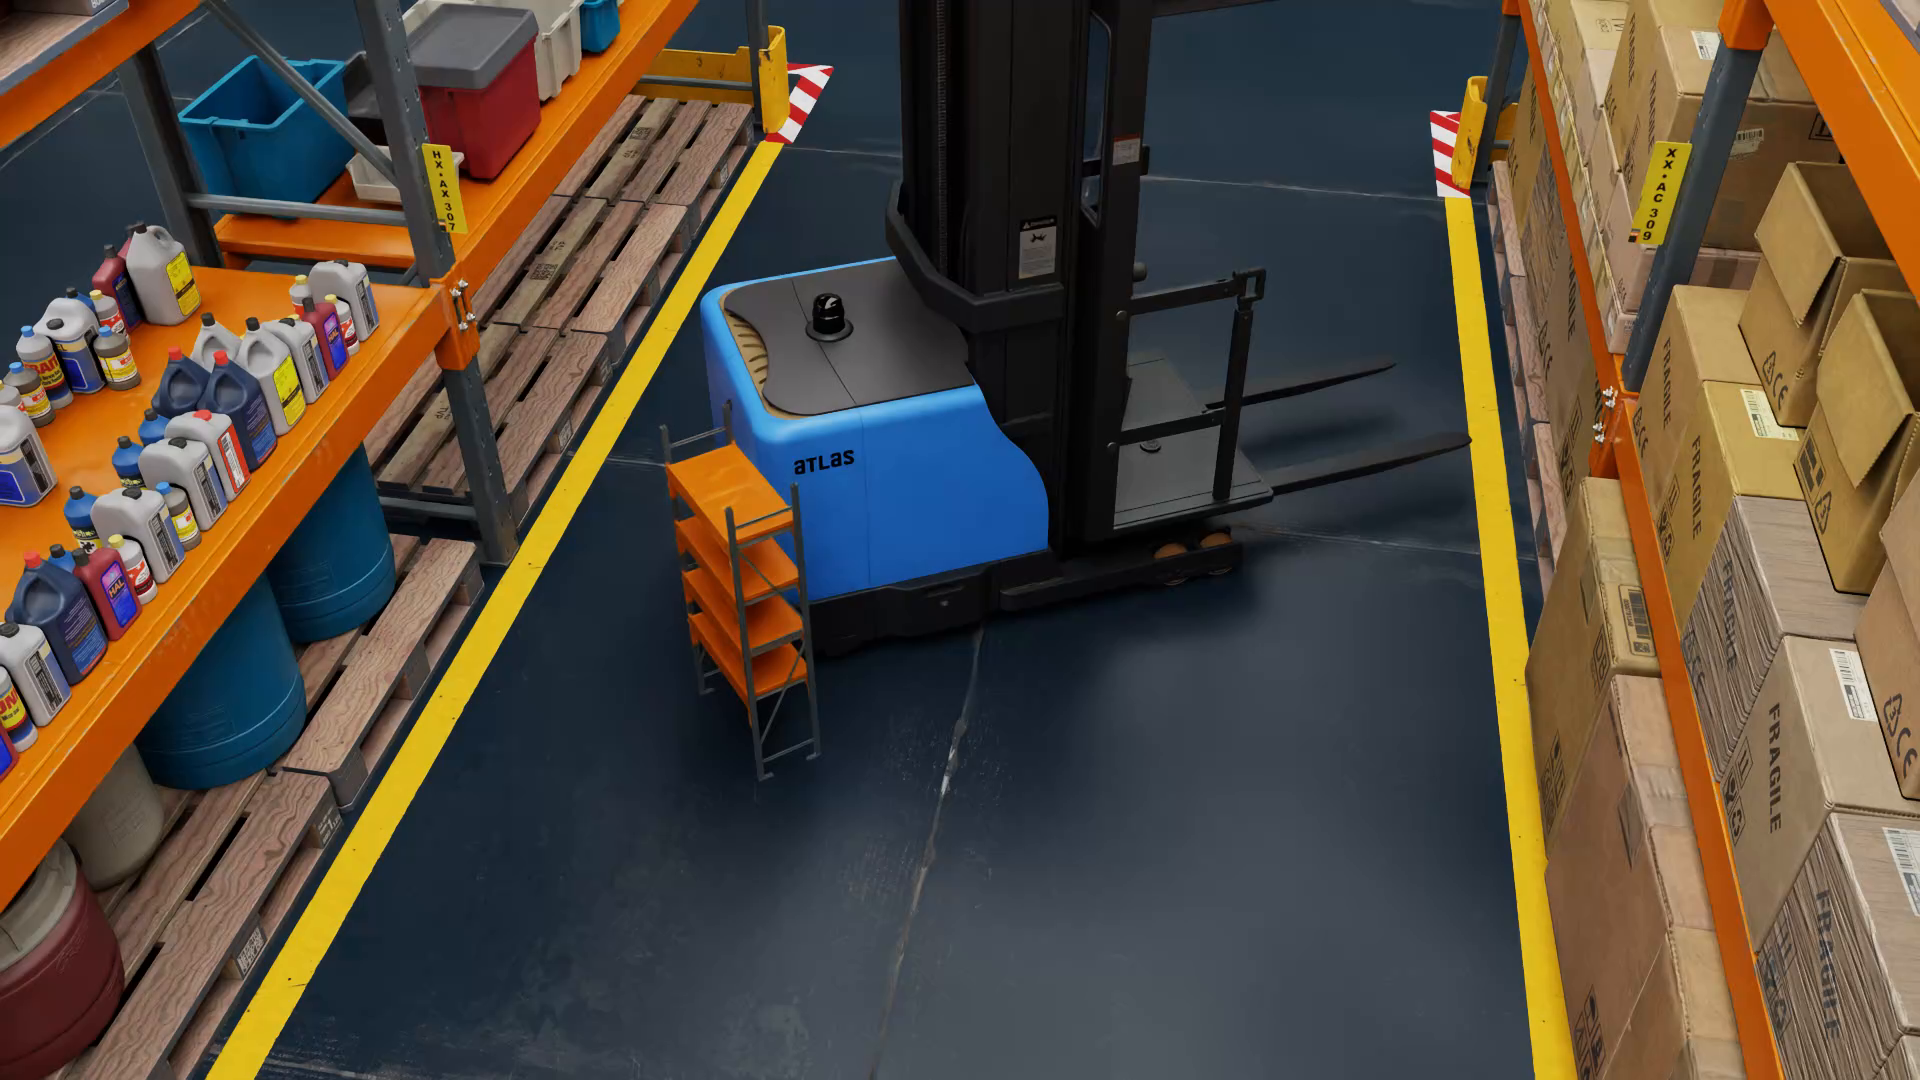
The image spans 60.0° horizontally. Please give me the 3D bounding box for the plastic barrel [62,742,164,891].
[{"bbox_3d":[-2.697,0.788,5.066,0.421,0.512,0.421,0,40,0],"label":"plastic barrel"}]

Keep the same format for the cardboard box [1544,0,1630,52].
[{"bbox_3d":[2.770,-2.245,6.996,0.500,0.250,0.500,5,40,6],"label":"cardboard box"}]

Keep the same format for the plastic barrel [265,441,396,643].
[{"bbox_3d":[-2.389,-0.151,5.896,0.600,0.901,0.708,6,40,8],"label":"plastic barrel"}]

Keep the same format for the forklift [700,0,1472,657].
[{"bbox_3d":[0.590,-1.259,5.972,3.031,2.935,1.130,-12,41,-15],"label":"forklift"}]

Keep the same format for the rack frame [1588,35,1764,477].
[{"bbox_3d":[2.601,-0.591,5.111,1.000,3.000,0.127,6,40,8],"label":"rack frame"}]

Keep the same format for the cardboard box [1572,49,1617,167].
[{"bbox_3d":[2.594,-1.600,6.215,0.500,0.250,0.500,7,40,9],"label":"cardboard box"}]

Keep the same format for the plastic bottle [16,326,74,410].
[{"bbox_3d":[-2.843,-0.540,5.150,0.097,0.271,0.097,0,40,0],"label":"plastic bottle"}]

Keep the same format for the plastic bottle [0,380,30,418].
[{"bbox_3d":[-2.877,-0.391,5.025,0.097,0.201,0.097,0,40,0],"label":"plastic bottle"}]

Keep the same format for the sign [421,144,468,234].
[{"bbox_3d":[-1.736,-1.182,5.609,0.100,0.325,0.005,6,40,8],"label":"sign"}]

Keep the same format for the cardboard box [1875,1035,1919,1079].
[{"bbox_3d":[1.842,1.231,2.828,0.500,0.500,0.500,6,40,7],"label":"cardboard box"}]

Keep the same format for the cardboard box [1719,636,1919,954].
[{"bbox_3d":[2.017,0.586,3.609,0.500,0.500,0.500,7,40,9],"label":"cardboard box"}]

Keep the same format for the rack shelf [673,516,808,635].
[{"bbox_3d":[-0.724,0.076,5.469,0.258,0.148,0.480,-21,44,-23],"label":"rack shelf"}]

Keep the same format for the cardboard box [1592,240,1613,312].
[{"bbox_3d":[2.375,-0.884,5.662,0.380,0.149,0.250,7,40,9],"label":"cardboard box"}]

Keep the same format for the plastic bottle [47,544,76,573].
[{"bbox_3d":[-2.318,0.124,4.347,0.097,0.271,0.097,0,40,0],"label":"plastic bottle"}]

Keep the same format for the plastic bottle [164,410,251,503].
[{"bbox_3d":[-2.178,-0.261,4.809,0.152,0.276,0.135,6,40,8],"label":"plastic bottle"}]

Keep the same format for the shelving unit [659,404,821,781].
[{"bbox_3d":[-0.723,0.196,5.569,0.258,1.200,0.503,-21,44,-23],"label":"shelving unit"}]

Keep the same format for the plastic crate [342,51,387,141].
[{"bbox_3d":[-2.349,-1.787,6.726,0.437,0.125,0.590,6,40,8],"label":"plastic crate"}]

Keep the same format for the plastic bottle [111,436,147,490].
[{"bbox_3d":[-2.327,-0.177,4.711,0.097,0.271,0.097,0,40,0],"label":"plastic bottle"}]

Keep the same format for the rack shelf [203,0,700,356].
[{"bbox_3d":[-1.932,-2.115,7.519,1.077,0.370,4.000,6,40,8],"label":"rack shelf"}]

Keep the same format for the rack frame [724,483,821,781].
[{"bbox_3d":[-0.596,0.329,5.409,0.240,1.200,0.015,-21,44,-23],"label":"rack frame"}]

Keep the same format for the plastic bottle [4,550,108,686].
[{"bbox_3d":[-2.305,0.186,4.210,0.144,0.351,0.185,6,40,8],"label":"plastic bottle"}]

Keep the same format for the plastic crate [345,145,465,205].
[{"bbox_3d":[-2.056,-1.335,6.171,0.396,0.136,0.243,6,40,8],"label":"plastic crate"}]

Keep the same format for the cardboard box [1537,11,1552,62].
[{"bbox_3d":[2.730,-2.173,7.222,0.380,0.149,0.250,6,40,7],"label":"cardboard box"}]

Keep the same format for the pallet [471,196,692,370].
[{"bbox_3d":[-1.980,-1.296,8.152,1.003,0.211,1.213,6,40,8],"label":"pallet"}]

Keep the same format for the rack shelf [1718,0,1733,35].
[{"bbox_3d":[2.947,-2.725,5.903,1.077,0.370,4.000,6,40,8],"label":"rack shelf"}]

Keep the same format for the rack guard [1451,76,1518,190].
[{"bbox_3d":[3.297,-2.153,8.962,1.175,0.500,0.348,6,40,8],"label":"rack guard"}]

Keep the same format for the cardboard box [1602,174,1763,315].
[{"bbox_3d":[2.418,-0.954,5.434,0.500,0.250,0.500,6,40,7],"label":"cardboard box"}]

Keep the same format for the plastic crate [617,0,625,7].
[{"bbox_3d":[-1.670,-2.492,7.570,0.298,0.136,0.250,6,40,8],"label":"plastic crate"}]

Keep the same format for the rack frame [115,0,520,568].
[{"bbox_3d":[-2.278,-1.138,5.772,1.000,3.000,0.127,6,40,8],"label":"rack frame"}]

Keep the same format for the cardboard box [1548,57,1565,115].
[{"bbox_3d":[2.641,-1.853,6.834,0.380,0.149,0.250,5,40,7],"label":"cardboard box"}]

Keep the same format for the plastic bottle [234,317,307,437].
[{"bbox_3d":[-2.114,-0.506,5.046,0.144,0.351,0.185,6,40,8],"label":"plastic bottle"}]

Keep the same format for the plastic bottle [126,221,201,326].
[{"bbox_3d":[-2.665,-0.908,5.533,0.144,0.351,0.185,6,40,8],"label":"plastic bottle"}]

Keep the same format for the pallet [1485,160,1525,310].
[{"bbox_3d":[3.231,-1.517,8.419,1.003,0.211,1.213,6,40,8],"label":"pallet"}]

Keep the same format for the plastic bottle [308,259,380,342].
[{"bbox_3d":[-2.027,-0.807,5.469,0.152,0.276,0.135,6,40,8],"label":"plastic bottle"}]

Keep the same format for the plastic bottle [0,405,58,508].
[{"bbox_3d":[-2.743,-0.243,4.788,0.152,0.276,0.135,6,40,8],"label":"plastic bottle"}]

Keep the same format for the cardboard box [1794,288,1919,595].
[{"bbox_3d":[2.368,-0.185,3.754,0.797,0.503,0.637,7,40,8],"label":"cardboard box"}]

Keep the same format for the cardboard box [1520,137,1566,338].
[{"bbox_3d":[3.103,-1.463,7.504,0.875,0.875,0.875,6,40,8],"label":"cardboard box"}]

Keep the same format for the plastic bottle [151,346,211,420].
[{"bbox_3d":[-2.288,-0.405,4.925,0.144,0.351,0.185,6,40,8],"label":"plastic bottle"}]

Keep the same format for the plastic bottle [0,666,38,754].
[{"bbox_3d":[-2.330,0.392,4.023,0.097,0.271,0.097,0,40,0],"label":"plastic bottle"}]

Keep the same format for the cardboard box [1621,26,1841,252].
[{"bbox_3d":[2.417,-1.255,5.210,0.500,0.500,0.500,7,40,9],"label":"cardboard box"}]

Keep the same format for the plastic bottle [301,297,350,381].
[{"bbox_3d":[-2.023,-0.659,5.285,0.061,0.283,0.133,6,40,8],"label":"plastic bottle"}]

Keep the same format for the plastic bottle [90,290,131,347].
[{"bbox_3d":[-2.786,-0.720,5.422,0.097,0.201,0.097,0,40,0],"label":"plastic bottle"}]

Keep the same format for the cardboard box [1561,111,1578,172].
[{"bbox_3d":[2.553,-1.529,6.442,0.380,0.149,0.250,6,40,7],"label":"cardboard box"}]

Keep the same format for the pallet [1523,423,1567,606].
[{"bbox_3d":[2.809,0.015,6.567,1.003,0.211,1.213,6,40,8],"label":"pallet"}]

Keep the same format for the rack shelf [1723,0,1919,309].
[{"bbox_3d":[2.254,-0.215,2.867,1.077,0.370,4.000,6,40,8],"label":"rack shelf"}]

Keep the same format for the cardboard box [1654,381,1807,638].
[{"bbox_3d":[2.189,-0.053,4.382,0.500,0.500,0.500,6,40,8],"label":"cardboard box"}]

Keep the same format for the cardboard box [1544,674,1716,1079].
[{"bbox_3d":[2.356,1.030,4.488,1.225,0.875,0.875,5,40,6],"label":"cardboard box"}]

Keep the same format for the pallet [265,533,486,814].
[{"bbox_3d":[-2.452,0.417,6.080,1.003,0.211,1.213,6,40,8],"label":"pallet"}]

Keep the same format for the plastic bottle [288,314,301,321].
[{"bbox_3d":[-2.104,-0.625,5.308,0.097,0.201,0.097,0,40,0],"label":"plastic bottle"}]

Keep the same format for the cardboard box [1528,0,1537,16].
[{"bbox_3d":[2.819,-2.497,7.613,0.380,0.149,0.250,6,40,7],"label":"cardboard box"}]

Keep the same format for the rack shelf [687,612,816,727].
[{"bbox_3d":[-0.721,0.401,5.740,0.258,0.148,0.480,-21,44,-23],"label":"rack shelf"}]

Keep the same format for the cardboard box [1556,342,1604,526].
[{"bbox_3d":[2.794,-0.340,6.145,0.875,0.875,0.875,6,40,8],"label":"cardboard box"}]

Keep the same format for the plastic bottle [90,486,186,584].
[{"bbox_3d":[-2.241,-0.031,4.531,0.152,0.276,0.135,6,40,8],"label":"plastic bottle"}]

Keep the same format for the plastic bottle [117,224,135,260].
[{"bbox_3d":[-2.761,-0.909,5.588,0.061,0.283,0.133,6,40,8],"label":"plastic bottle"}]
